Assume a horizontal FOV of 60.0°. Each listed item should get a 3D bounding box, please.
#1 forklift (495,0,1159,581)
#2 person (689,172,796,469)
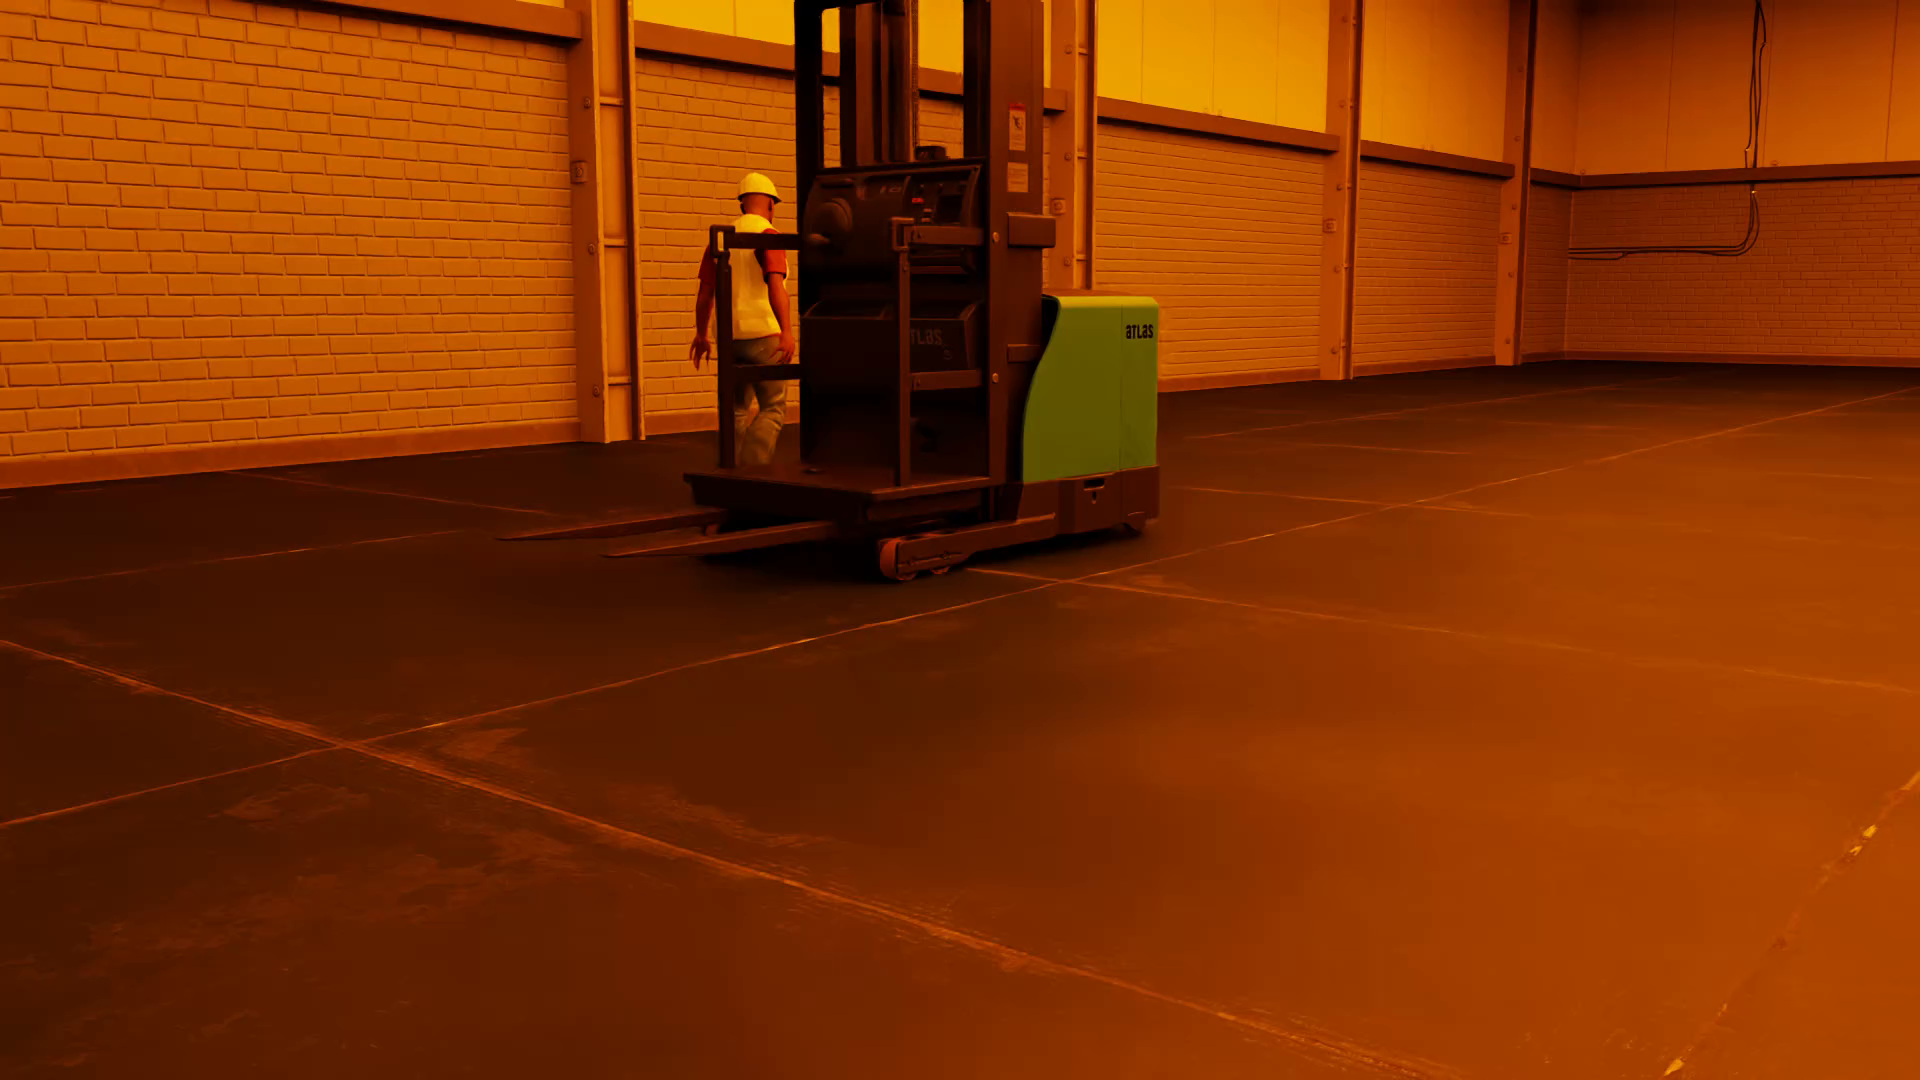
[{"bbox_3d":[-0.424,-1.373,6.668,1.130,2.935,3.031,7,11,40],"label":"forklift"},{"bbox_3d":[-1.109,-1.095,8.933,0.876,1.731,0.461,8,11,43],"label":"person"}]
